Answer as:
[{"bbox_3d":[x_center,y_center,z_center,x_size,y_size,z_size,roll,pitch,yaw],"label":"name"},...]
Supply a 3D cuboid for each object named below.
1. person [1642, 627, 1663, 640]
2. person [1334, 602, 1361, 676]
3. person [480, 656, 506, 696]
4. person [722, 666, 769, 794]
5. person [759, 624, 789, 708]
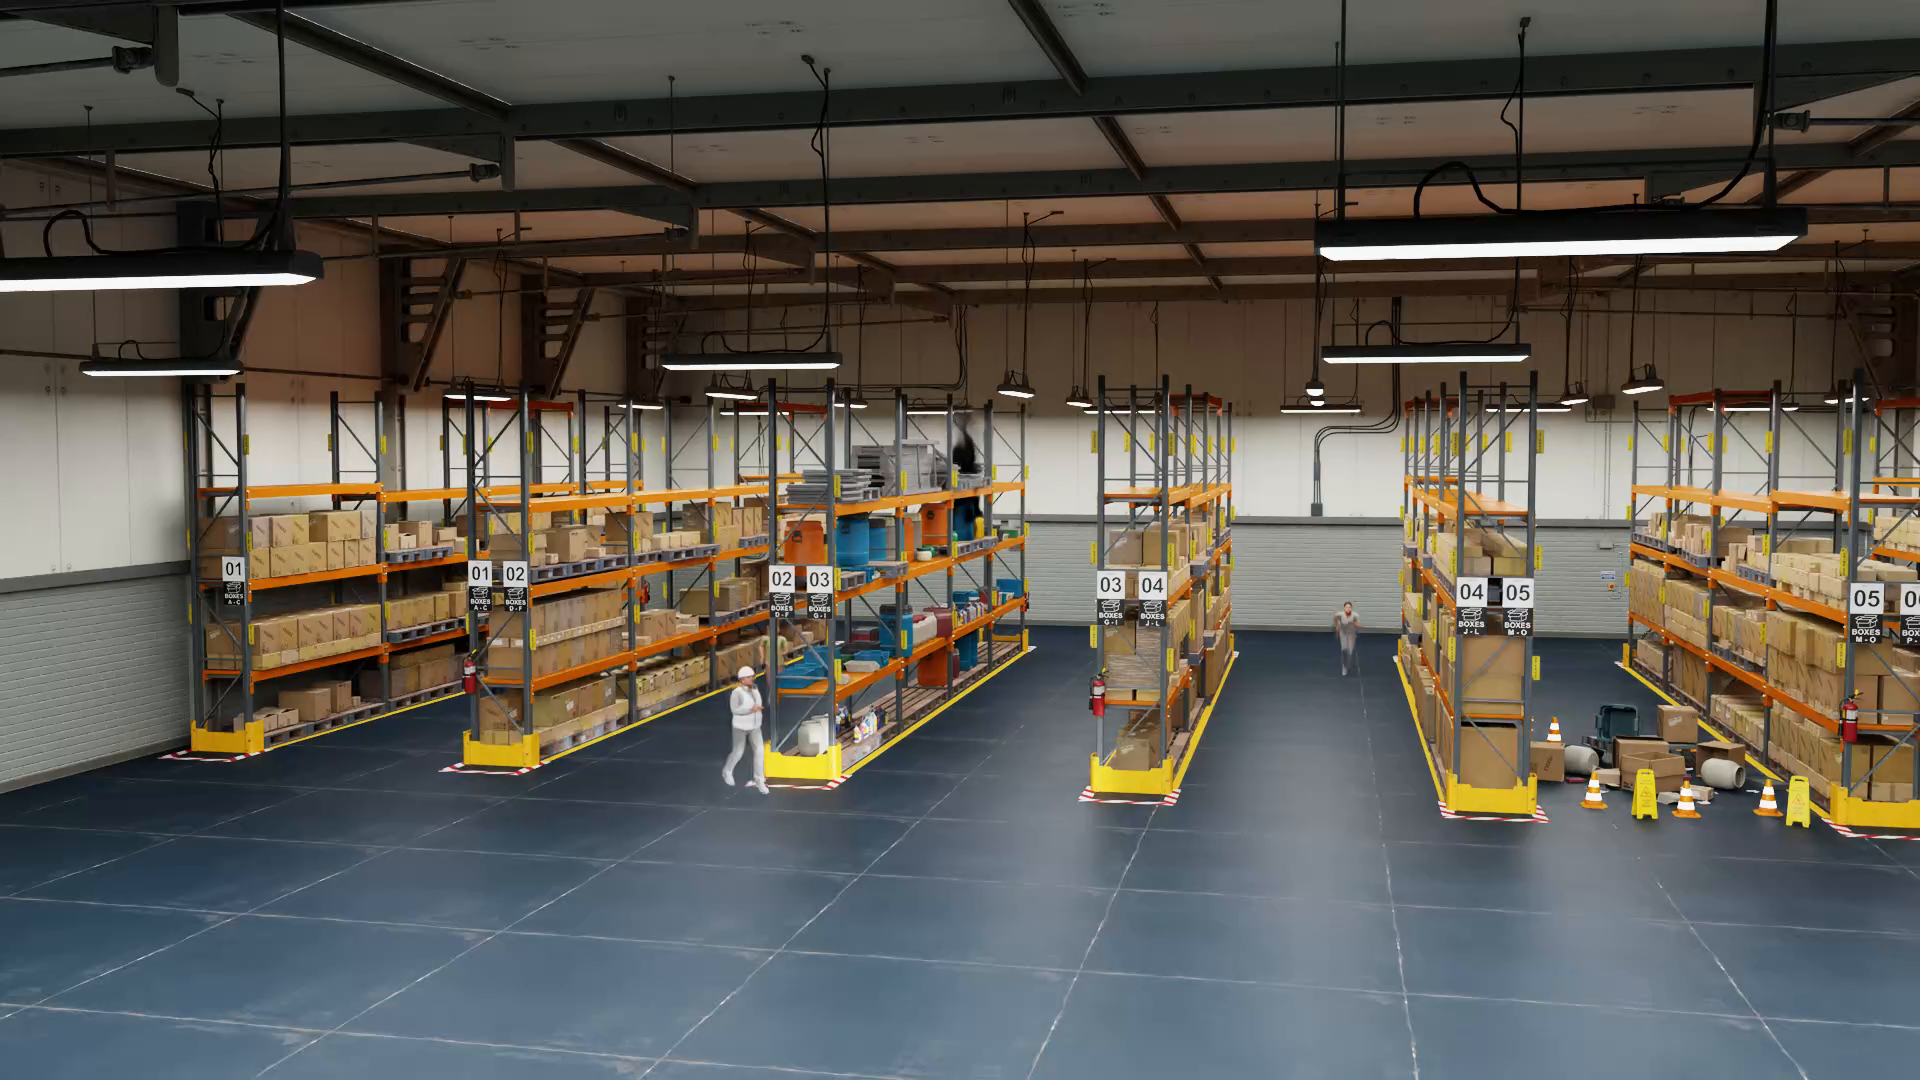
[{"bbox_3d":[16.081,1.968,38.380,0.734,1.757,0.542,0,3,5],"label":"person"},{"bbox_3d":[8.377,2.123,35.964,0.558,1.618,0.885,0,3,8],"label":"person"},{"bbox_3d":[-8.076,2.561,28.853,0.533,1.561,0.576,0,3,7],"label":"person"},{"bbox_3d":[-3.104,2.721,24.026,0.907,1.804,0.636,3,5,45],"label":"person"},{"bbox_3d":[-3.511,2.367,31.437,0.558,1.634,0.620,0,3,-8],"label":"person"}]
